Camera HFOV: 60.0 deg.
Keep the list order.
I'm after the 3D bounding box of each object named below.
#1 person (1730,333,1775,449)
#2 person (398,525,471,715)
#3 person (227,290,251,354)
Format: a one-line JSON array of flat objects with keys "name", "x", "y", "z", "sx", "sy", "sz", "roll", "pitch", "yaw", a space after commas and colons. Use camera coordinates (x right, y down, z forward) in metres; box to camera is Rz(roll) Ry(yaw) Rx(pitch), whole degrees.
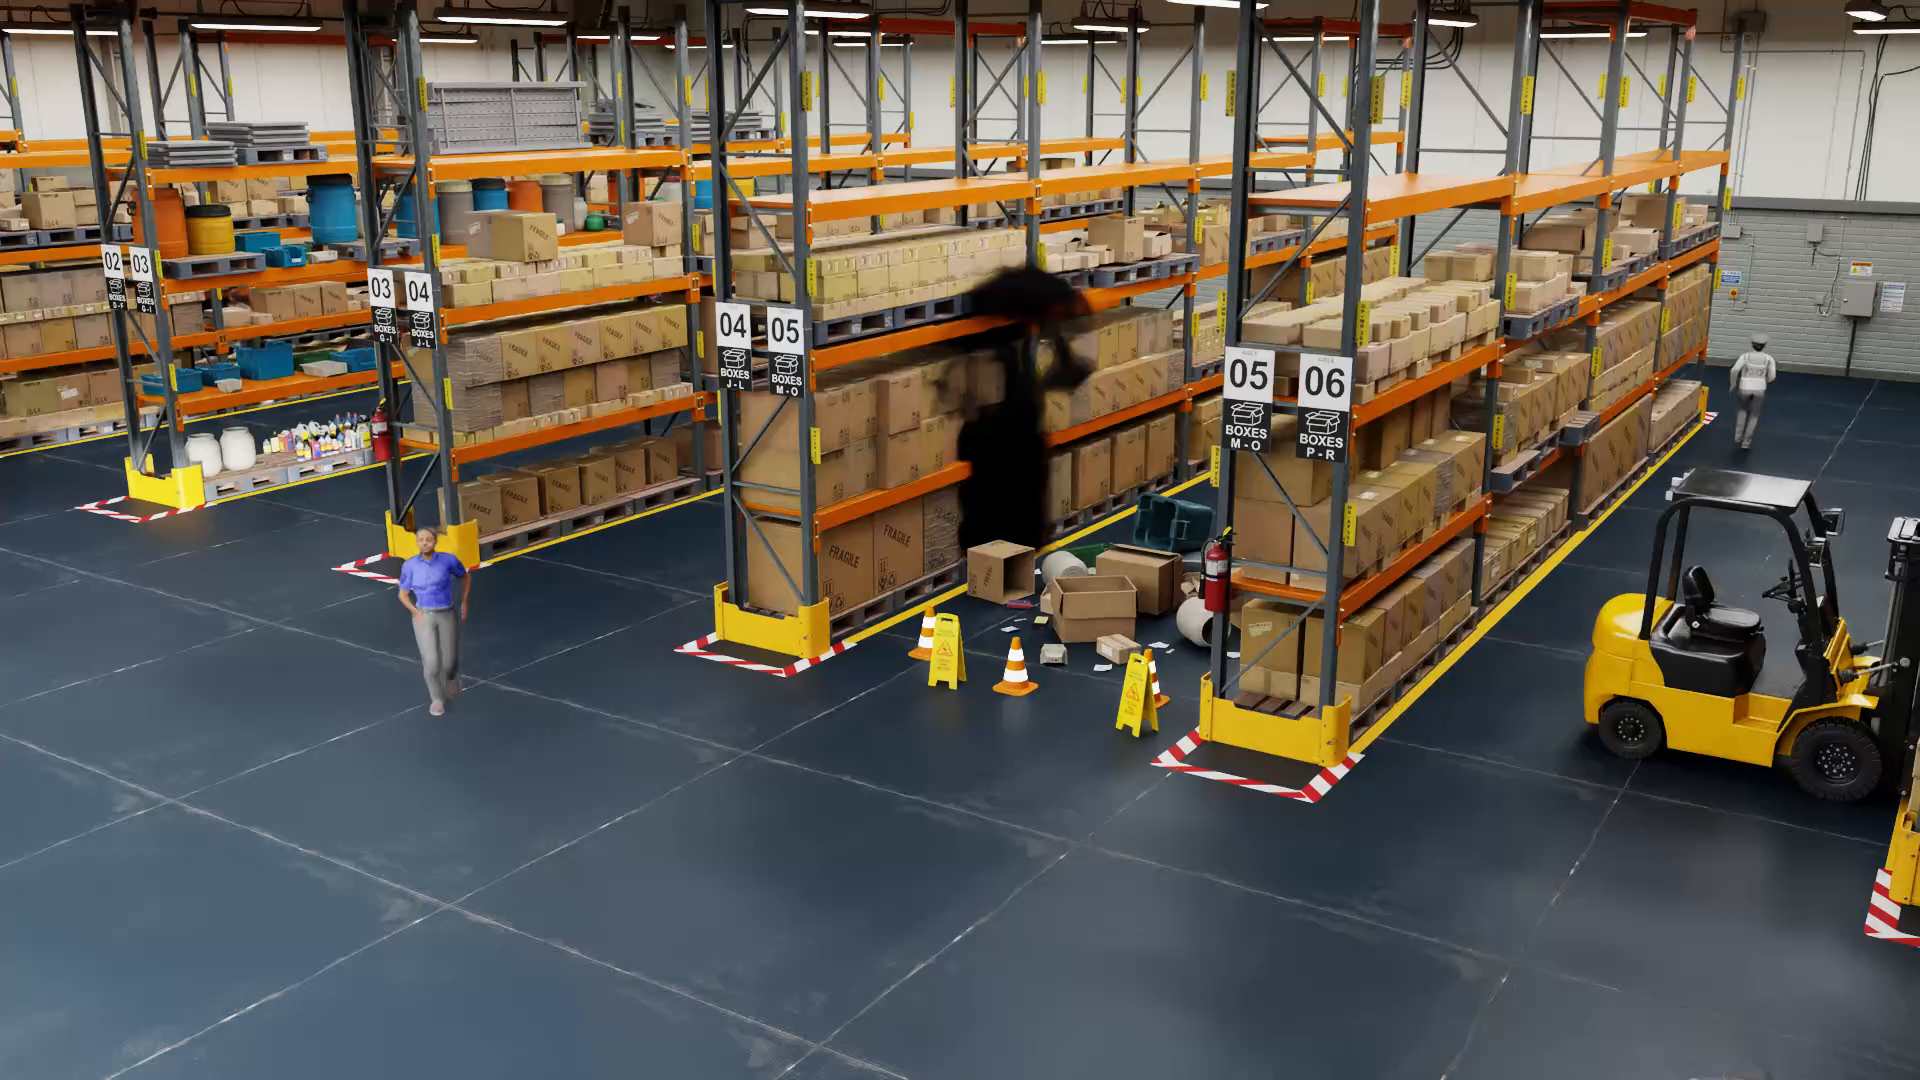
[{"name": "person", "x": 11.349, "y": -2.148, "z": 23.867, "sx": 0.592, "sy": 1.641, "sz": 0.633, "roll": 7, "pitch": 17, "yaw": 24}, {"name": "person", "x": -4.336, "y": 0.685, "z": 13.794, "sx": 0.577, "sy": 1.612, "sz": 0.559, "roll": -4, "pitch": 16, "yaw": -14}, {"name": "person", "x": -12.502, "y": -3.537, "z": 28.877, "sx": 0.530, "sy": 1.623, "sz": 0.825, "roll": 9, "pitch": 18, "yaw": 29}]
